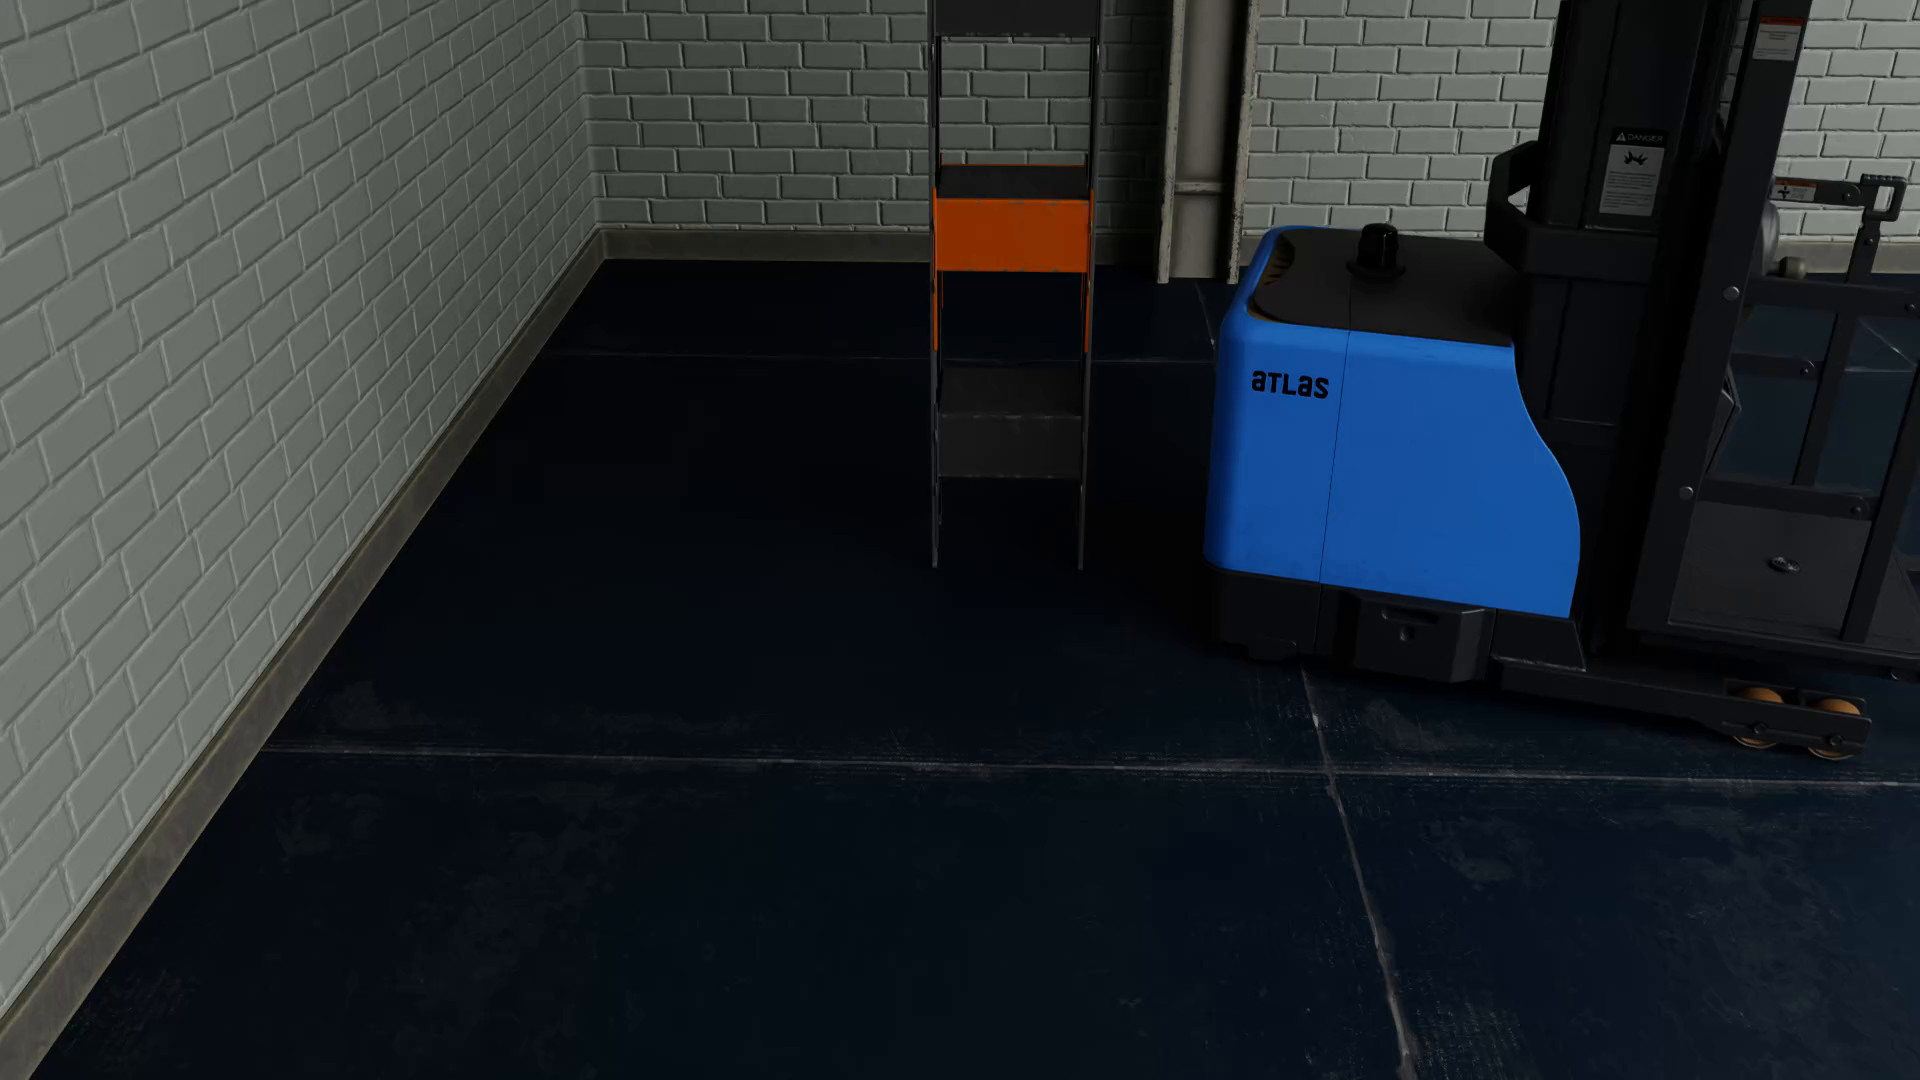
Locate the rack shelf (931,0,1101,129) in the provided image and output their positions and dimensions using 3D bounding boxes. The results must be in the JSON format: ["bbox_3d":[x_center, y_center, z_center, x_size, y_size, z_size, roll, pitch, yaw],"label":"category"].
[{"bbox_3d":[0.165,-1.531,4.932,0.480,0.518,0.431,1,28,2],"label":"rack shelf"}]

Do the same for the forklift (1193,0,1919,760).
[{"bbox_3d":[2.291,-0.965,4.441,3.031,2.935,1.130,8,29,15],"label":"forklift"}]

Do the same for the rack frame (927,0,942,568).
[{"bbox_3d":[-0.078,-0.929,5.261,0.015,2.100,0.400,1,28,2],"label":"rack frame"}]

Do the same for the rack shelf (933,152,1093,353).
[{"bbox_3d":[0.165,-0.913,5.259,0.480,0.518,0.431,1,28,2],"label":"rack shelf"}]

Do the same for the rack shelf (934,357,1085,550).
[{"bbox_3d":[0.165,-0.294,5.587,0.480,0.518,0.431,1,28,2],"label":"rack shelf"}]

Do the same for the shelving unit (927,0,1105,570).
[{"bbox_3d":[0.165,-0.925,5.253,0.503,2.100,0.431,1,28,2],"label":"shelving unit"}]

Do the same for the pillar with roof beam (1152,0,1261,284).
[{"bbox_3d":[1.010,-3.284,2.337,0.400,9.000,9.100,1,28,2],"label":"pillar with roof beam"}]

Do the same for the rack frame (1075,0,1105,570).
[{"bbox_3d":[0.409,-0.921,5.245,0.015,2.100,0.400,1,28,2],"label":"rack frame"}]
